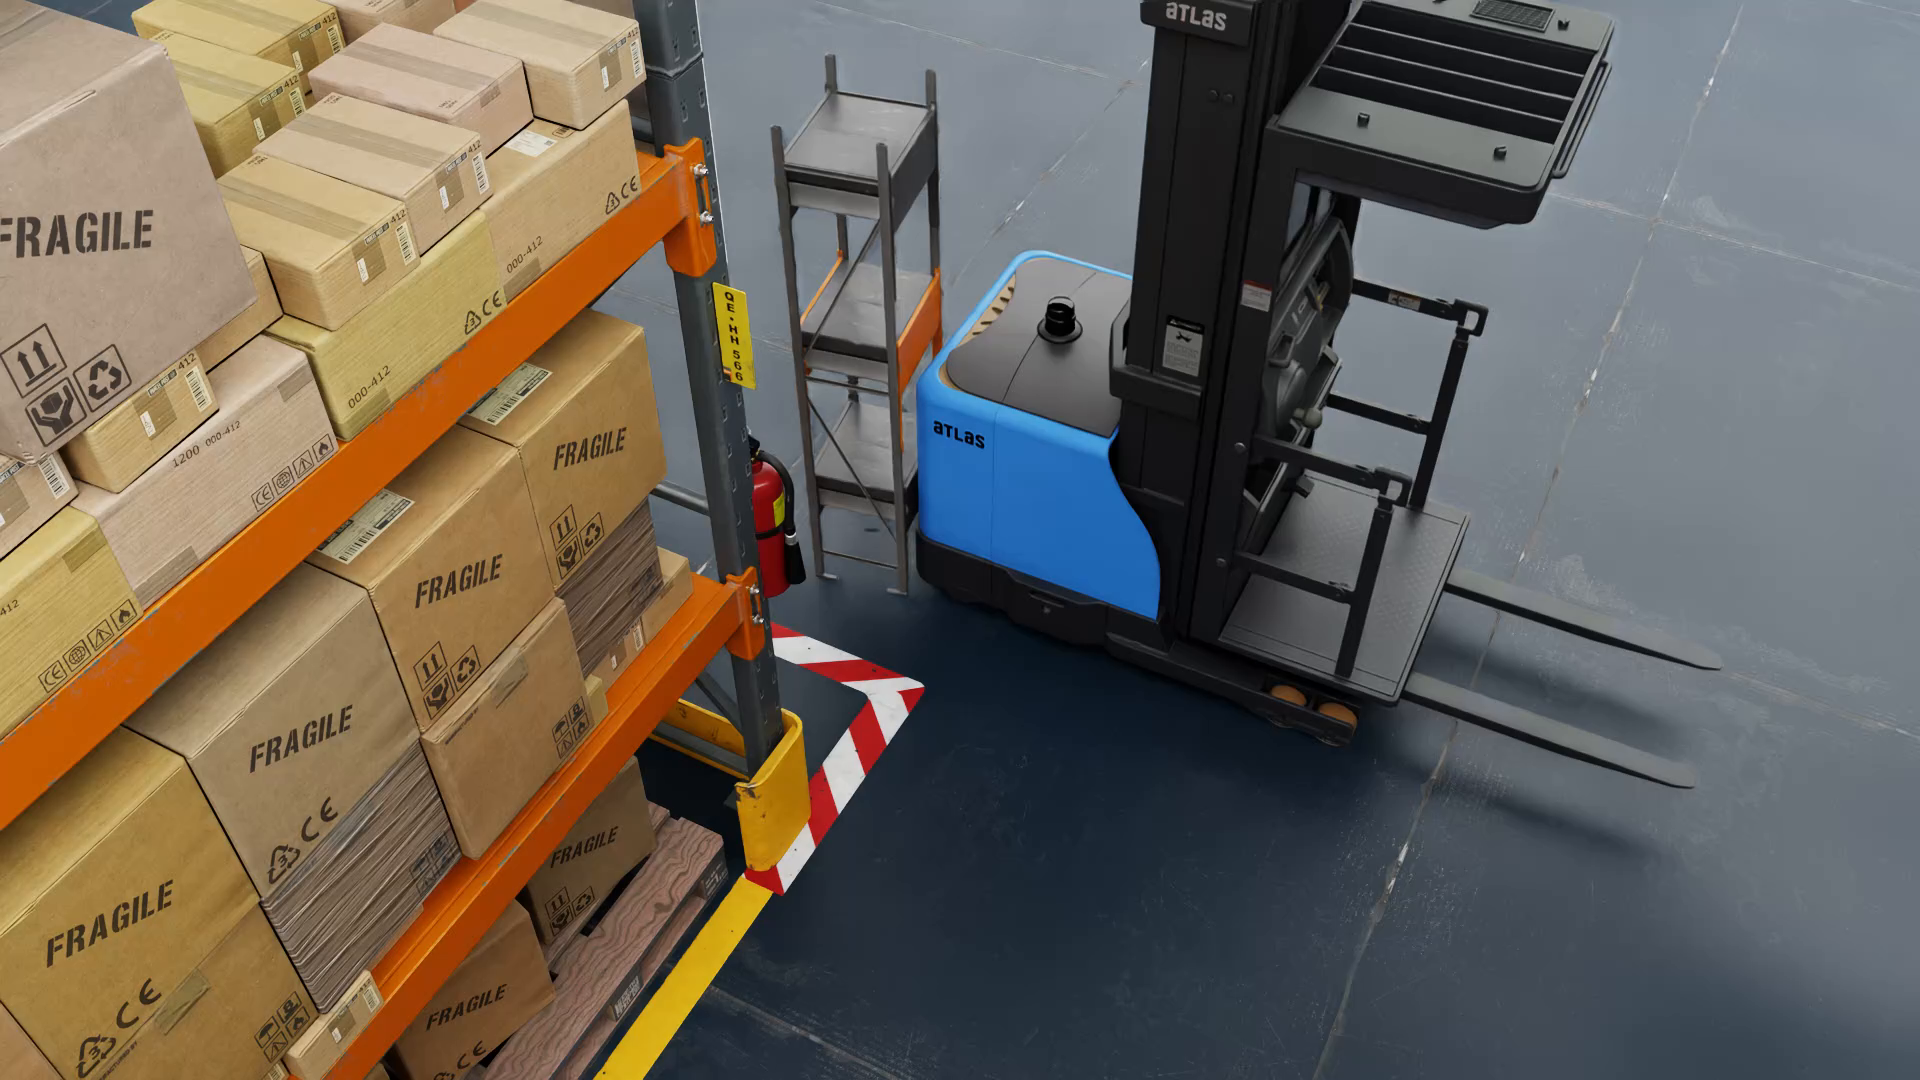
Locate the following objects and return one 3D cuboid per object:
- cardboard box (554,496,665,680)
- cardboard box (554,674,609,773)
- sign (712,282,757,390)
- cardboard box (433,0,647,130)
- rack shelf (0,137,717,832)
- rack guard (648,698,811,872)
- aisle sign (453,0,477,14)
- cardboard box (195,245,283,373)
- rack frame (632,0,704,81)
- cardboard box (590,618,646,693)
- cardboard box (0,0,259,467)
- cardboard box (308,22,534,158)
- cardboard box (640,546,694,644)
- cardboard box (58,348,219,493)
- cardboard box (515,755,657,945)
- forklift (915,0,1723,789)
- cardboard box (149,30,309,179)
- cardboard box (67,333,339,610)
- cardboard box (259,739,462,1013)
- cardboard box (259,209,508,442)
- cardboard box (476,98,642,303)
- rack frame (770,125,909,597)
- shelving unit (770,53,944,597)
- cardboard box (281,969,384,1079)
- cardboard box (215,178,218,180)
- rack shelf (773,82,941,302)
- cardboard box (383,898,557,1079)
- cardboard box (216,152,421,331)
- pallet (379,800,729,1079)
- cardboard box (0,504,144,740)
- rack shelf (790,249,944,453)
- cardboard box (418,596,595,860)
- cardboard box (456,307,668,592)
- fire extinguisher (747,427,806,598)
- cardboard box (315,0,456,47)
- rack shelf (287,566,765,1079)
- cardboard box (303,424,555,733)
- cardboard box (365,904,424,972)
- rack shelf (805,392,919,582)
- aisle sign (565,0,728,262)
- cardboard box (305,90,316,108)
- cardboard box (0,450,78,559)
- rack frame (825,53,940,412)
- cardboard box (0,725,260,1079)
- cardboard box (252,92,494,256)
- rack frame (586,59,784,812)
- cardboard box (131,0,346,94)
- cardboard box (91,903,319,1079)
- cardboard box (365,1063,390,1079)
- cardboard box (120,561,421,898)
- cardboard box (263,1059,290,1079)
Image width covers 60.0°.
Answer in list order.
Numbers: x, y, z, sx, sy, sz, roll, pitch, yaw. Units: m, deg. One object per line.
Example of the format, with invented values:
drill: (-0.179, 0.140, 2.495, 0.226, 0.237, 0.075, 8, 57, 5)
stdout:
cardboard box: (-1.360, -0.018, 4.660, 0.875, 0.500, 0.500, 20, 49, 19)
cardboard box: (-1.217, 0.452, 4.651, 0.380, 0.149, 0.250, 20, 49, 19)
sign: (-0.598, -0.538, 4.417, 0.100, 0.325, 0.005, 20, 49, 19)
cardboard box: (-0.932, -1.080, 3.704, 0.380, 0.149, 0.250, 20, 49, 19)
rack shelf: (-2.008, 0.242, 3.078, 1.077, 0.370, 4.000, 20, 49, 19)
rack guard: (-1.115, 0.711, 5.976, 1.175, 0.500, 0.348, 20, 49, 19)
aisle sign: (-1.317, -1.268, 4.346, 0.394, 0.787, 0.004, 20, 49, 19)
cardboard box: (-1.508, -0.465, 3.097, 0.380, 0.149, 0.250, 21, 49, 20)
rack frame: (-1.080, -2.325, 3.001, 1.000, 3.000, 0.127, 20, 49, 19)
cardboard box: (-1.146, 0.277, 4.824, 0.380, 0.149, 0.250, 20, 49, 19)
cardboard box: (-1.575, -0.526, 2.701, 0.500, 0.500, 0.500, 20, 49, 19)
cardboard box: (-1.157, -0.955, 3.581, 0.380, 0.149, 0.250, 19, 48, 18)
cardboard box: (-1.029, 0.120, 4.979, 0.380, 0.149, 0.250, 20, 49, 19)
cardboard box: (-1.543, -0.263, 2.897, 0.380, 0.149, 0.250, 18, 48, 17)
cardboard box: (-1.385, 0.903, 5.491, 0.500, 0.500, 0.500, 29, 52, 26)
forklift: (1.375, -0.691, 5.652, 3.031, 2.935, 1.130, 19, 48, 18)
cardboard box: (-1.627, -0.930, 3.556, 0.380, 0.149, 0.250, 20, 49, 18)
cardboard box: (-1.553, -0.195, 3.110, 0.500, 0.250, 0.500, 21, 49, 20)
cardboard box: (-1.756, 0.637, 4.012, 0.875, 0.500, 0.500, 20, 49, 19)
cardboard box: (-1.308, -0.515, 3.426, 0.500, 0.250, 0.500, 21, 49, 19)
cardboard box: (-1.079, -0.830, 3.738, 0.500, 0.250, 0.500, 22, 49, 20)
rack frame: (-0.414, -0.560, 6.099, 0.400, 2.100, 0.015, 12, 46, 13)
shelving unit: (-0.339, -0.724, 6.263, 0.431, 2.100, 0.503, 12, 46, 13)
cardboard box: (-1.633, 1.100, 4.011, 0.380, 0.149, 0.250, 20, 49, 19)
cardboard box: (-1.767, -0.673, 3.582, 0.500, 0.250, 0.500, 19, 48, 18)
rack shelf: (-0.345, -1.211, 5.779, 0.431, 0.518, 0.480, 12, 46, 13)
cardboard box: (-1.632, 1.291, 5.107, 0.500, 0.500, 0.500, 33, 54, 29)
cardboard box: (-1.283, -0.580, 3.210, 0.380, 0.149, 0.250, 21, 49, 19)
pallet: (-1.524, 1.312, 5.585, 1.003, 0.211, 1.213, 20, 49, 19)
cardboard box: (-1.782, 0.124, 2.795, 0.500, 0.250, 0.500, 20, 49, 18)
rack shelf: (-0.338, -0.714, 6.273, 0.431, 0.518, 0.480, 12, 46, 13)
cardboard box: (-1.485, 0.336, 4.309, 0.875, 0.500, 0.500, 20, 49, 19)
cardboard box: (-1.116, -0.279, 4.214, 0.500, 0.500, 0.500, 20, 49, 19)
fire extinguisher: (-0.619, -0.109, 5.083, 0.296, 0.674, 0.183, 20, 49, 19)
cardboard box: (-1.413, -1.261, 3.883, 0.380, 0.149, 0.250, 20, 49, 19)
rack shelf: (-2.008, 1.297, 4.145, 1.077, 0.370, 4.000, 20, 49, 19)
cardboard box: (-1.343, 0.038, 3.901, 0.500, 0.500, 0.500, 20, 49, 19)
cardboard box: (-1.595, 0.913, 4.195, 0.380, 0.149, 0.250, 20, 49, 19)
rack shelf: (-0.331, -0.218, 6.766, 0.431, 0.518, 0.480, 12, 46, 13)
aisle sign: (-0.786, -1.070, 4.151, 0.394, 0.787, 0.004, 20, 49, 19)
cardboard box: (-1.533, -1.000, 3.905, 0.500, 0.250, 0.500, 22, 49, 20)
cardboard box: (-1.711, -0.105, 2.741, 0.380, 0.149, 0.250, 18, 48, 17)
rack frame: (-0.264, -0.888, 6.427, 0.400, 2.100, 0.015, 12, 46, 13)
cardboard box: (-1.817, 0.664, 3.282, 0.500, 0.500, 0.500, 20, 49, 19)
cardboard box: (-1.187, -0.746, 3.374, 0.380, 0.149, 0.250, 18, 48, 17)
rack frame: (-1.080, -0.216, 5.134, 1.000, 3.000, 0.127, 20, 49, 19)
cardboard box: (-1.619, -1.129, 3.753, 0.380, 0.149, 0.250, 21, 49, 20)
cardboard box: (-1.998, 0.948, 3.704, 0.875, 0.500, 0.500, 20, 49, 19)
cardboard box: (-1.939, 1.679, 4.724, 0.500, 0.500, 0.500, 25, 50, 23)
cardboard box: (-1.578, 0.352, 3.591, 0.500, 0.500, 0.500, 20, 49, 19)
cardboard box: (-1.810, 1.234, 3.878, 0.380, 0.149, 0.250, 20, 49, 19)
